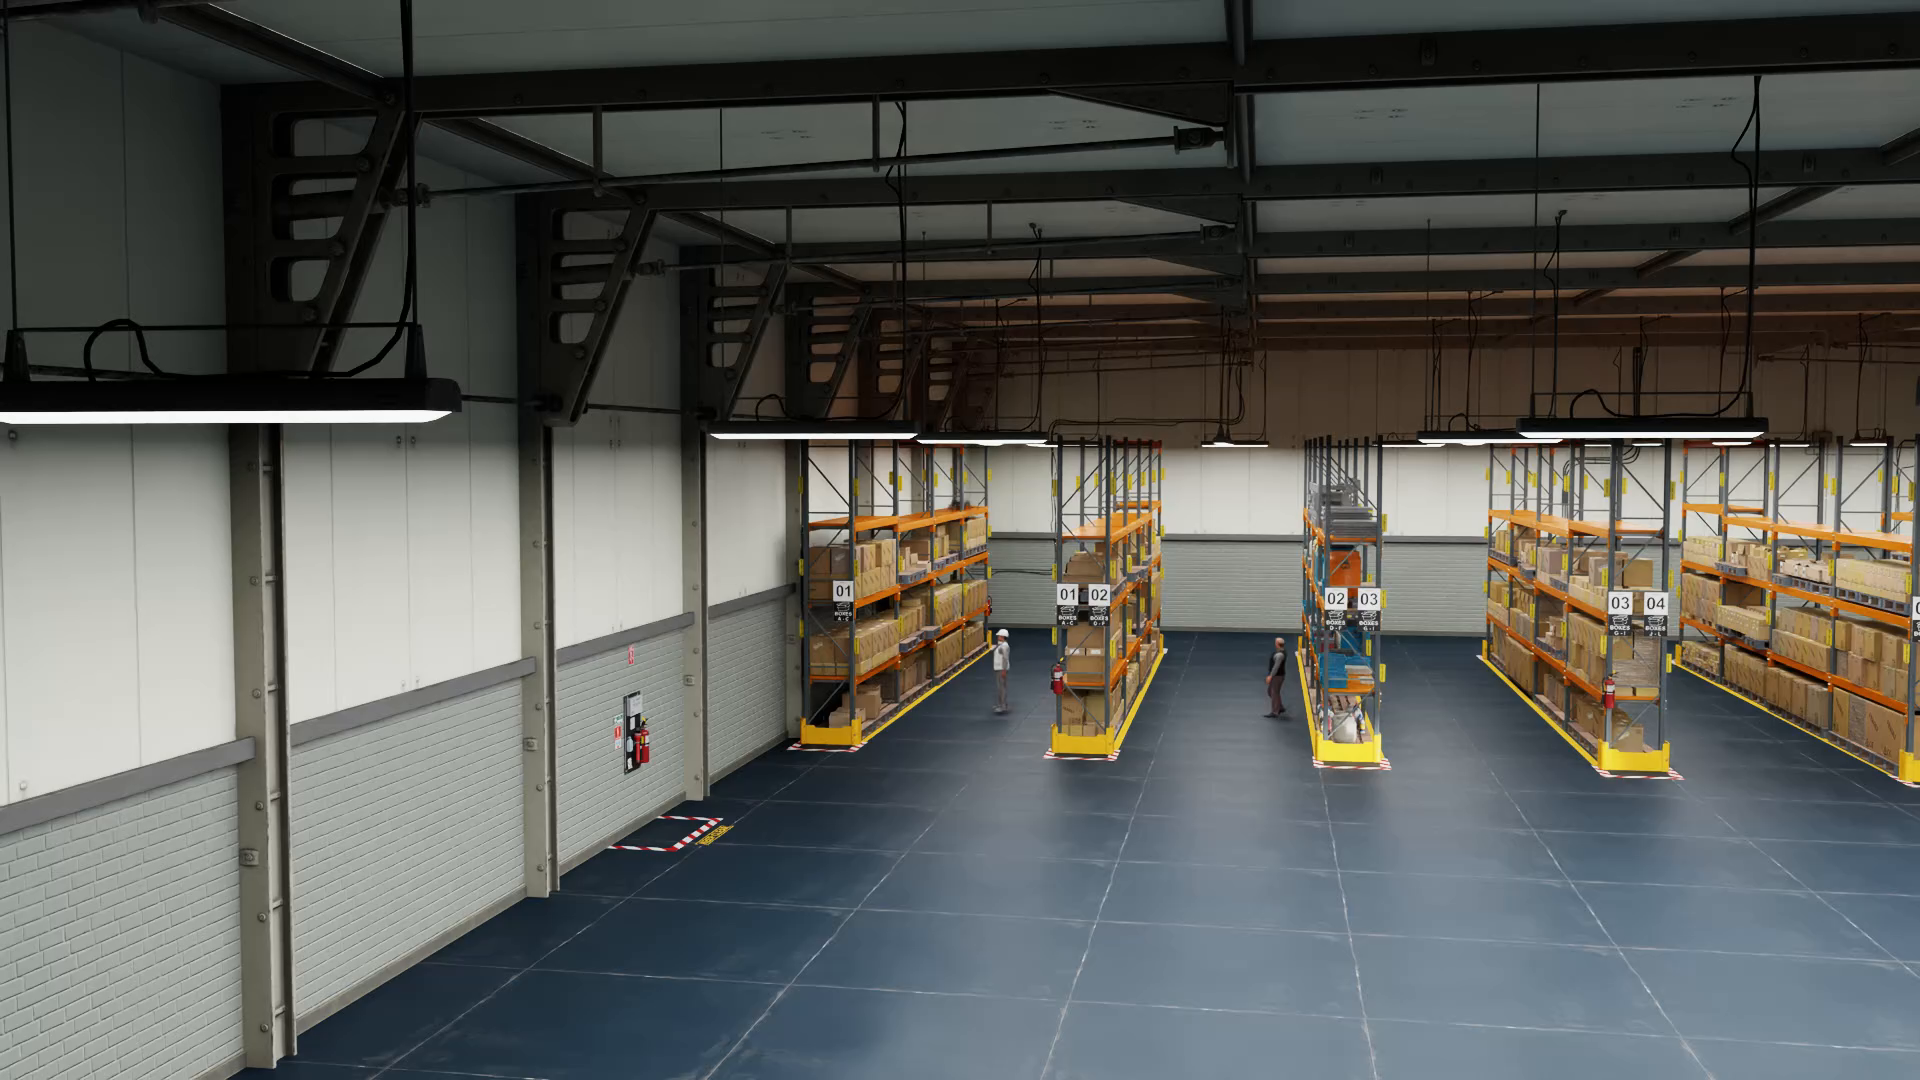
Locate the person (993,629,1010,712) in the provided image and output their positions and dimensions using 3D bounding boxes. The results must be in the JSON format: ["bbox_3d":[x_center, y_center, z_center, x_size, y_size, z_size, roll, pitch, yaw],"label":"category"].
[{"bbox_3d":[0.902,2.859,36.582,0.372,1.794,0.565,0,3,-2],"label":"person"}]

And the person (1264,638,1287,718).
[{"bbox_3d":[6.762,2.951,35.634,0.488,1.740,0.615,0,3,8],"label":"person"}]
